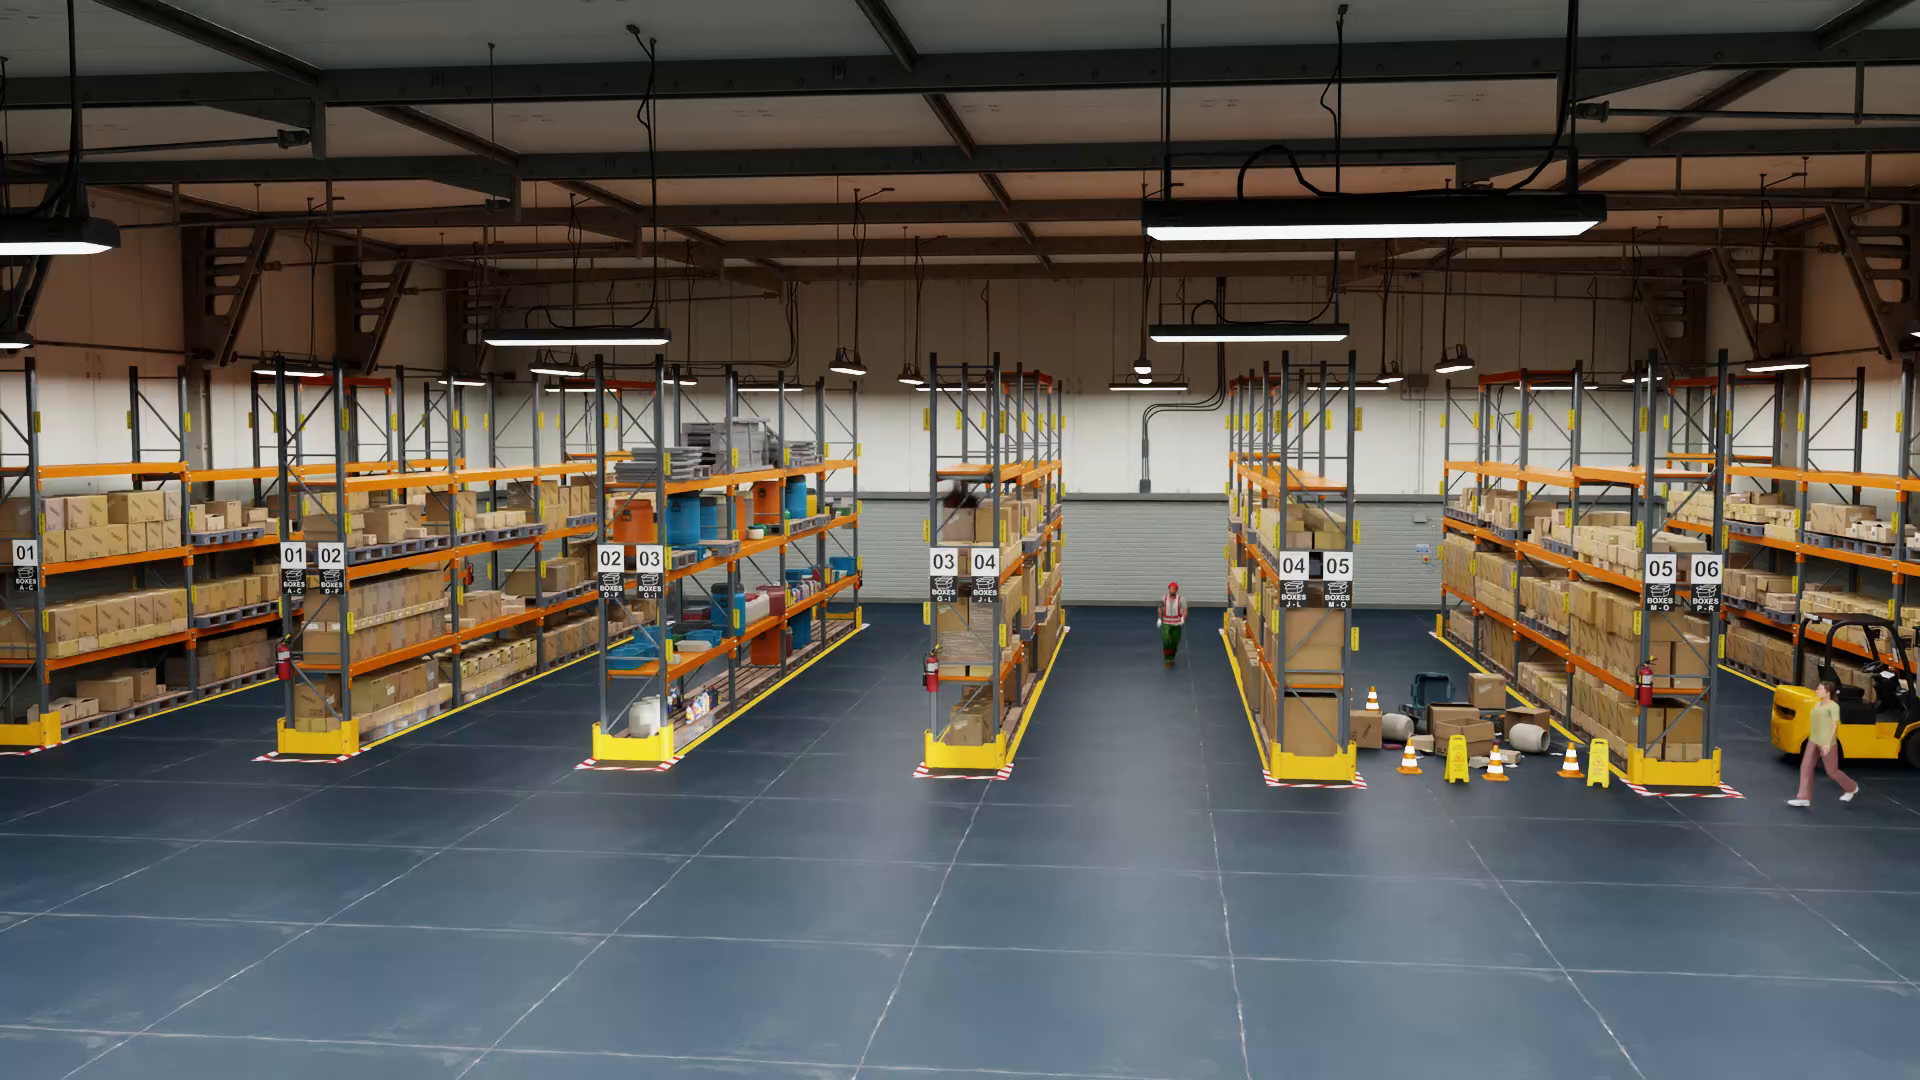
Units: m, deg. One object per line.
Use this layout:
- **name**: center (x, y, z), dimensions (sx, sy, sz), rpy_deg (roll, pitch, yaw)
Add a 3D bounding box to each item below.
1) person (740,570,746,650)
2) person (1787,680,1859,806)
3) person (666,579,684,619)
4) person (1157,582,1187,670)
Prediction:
- **person**: center (-4.921, 1.532, 36.496), dimensions (0.452, 1.757, 0.605), rpy_deg (0, 4, 4)
- **person**: center (11.263, 2.646, 21.636), dimensions (0.948, 1.644, 0.435), rpy_deg (-1, 4, -17)
- **person**: center (-7.306, 1.199, 42.212), dimensions (0.492, 1.684, 0.487), rpy_deg (1, 4, 15)
- **person**: center (4.345, 1.758, 34.044), dimensions (0.609, 1.813, 0.877), rpy_deg (1, 4, 7)
